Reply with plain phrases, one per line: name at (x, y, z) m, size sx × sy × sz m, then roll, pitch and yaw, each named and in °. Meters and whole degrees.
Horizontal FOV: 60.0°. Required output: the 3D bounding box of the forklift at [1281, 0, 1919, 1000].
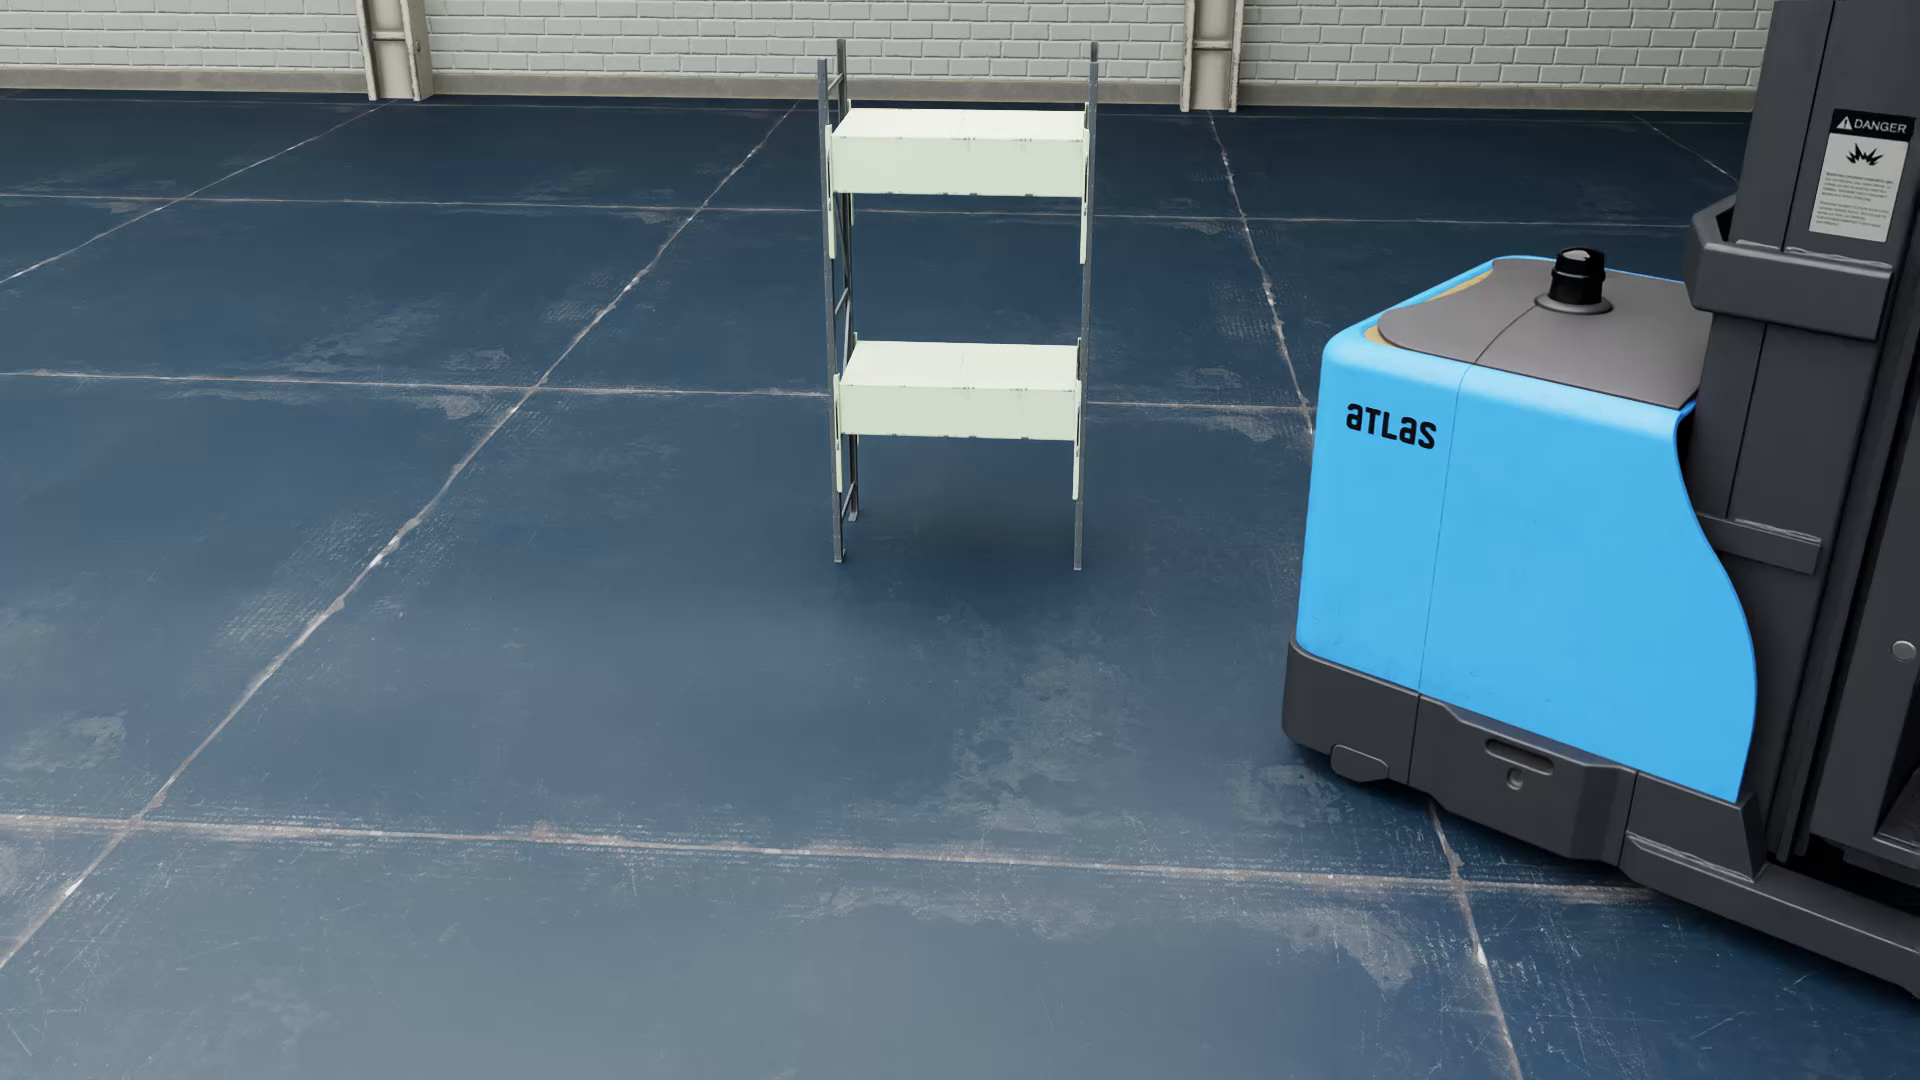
forklift at (2.239, -0.557, 2.955) m, size 3.031 × 2.935 × 1.130 m, roll 20°, pitch 31°, yaw 36°

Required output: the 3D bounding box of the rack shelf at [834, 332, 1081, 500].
rack shelf at (0.007, -0.385, 5.072) m, size 0.720 × 0.370 × 0.431 m, roll 2°, pitch 25°, yaw 4°

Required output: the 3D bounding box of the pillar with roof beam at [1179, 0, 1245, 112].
pillar with roof beam at (1.468, -5.430, 6.285) m, size 0.400 × 9.000 × 9.100 m, roll 2°, pitch 25°, yaw 4°

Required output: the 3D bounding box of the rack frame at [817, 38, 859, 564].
rack frame at (-0.358, -0.693, 4.961) m, size 0.023 × 1.500 × 0.400 m, roll 2°, pitch 25°, yaw 4°

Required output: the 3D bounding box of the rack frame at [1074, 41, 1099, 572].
rack frame at (0.372, -0.669, 4.911) m, size 0.023 × 1.500 × 0.400 m, roll 2°, pitch 25°, yaw 4°

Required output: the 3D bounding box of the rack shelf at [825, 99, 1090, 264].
rack shelf at (0.007, -1.036, 4.773) m, size 0.720 × 0.370 × 0.431 m, roll 2°, pitch 25°, yaw 4°

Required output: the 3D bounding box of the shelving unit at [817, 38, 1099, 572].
shelving unit at (0.007, -0.681, 4.936) m, size 0.755 × 1.500 × 0.431 m, roll 2°, pitch 25°, yaw 4°

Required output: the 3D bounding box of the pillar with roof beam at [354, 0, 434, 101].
pillar with roof beam at (-4.514, -5.622, 6.702) m, size 0.400 × 9.000 × 9.100 m, roll 2°, pitch 25°, yaw 4°
